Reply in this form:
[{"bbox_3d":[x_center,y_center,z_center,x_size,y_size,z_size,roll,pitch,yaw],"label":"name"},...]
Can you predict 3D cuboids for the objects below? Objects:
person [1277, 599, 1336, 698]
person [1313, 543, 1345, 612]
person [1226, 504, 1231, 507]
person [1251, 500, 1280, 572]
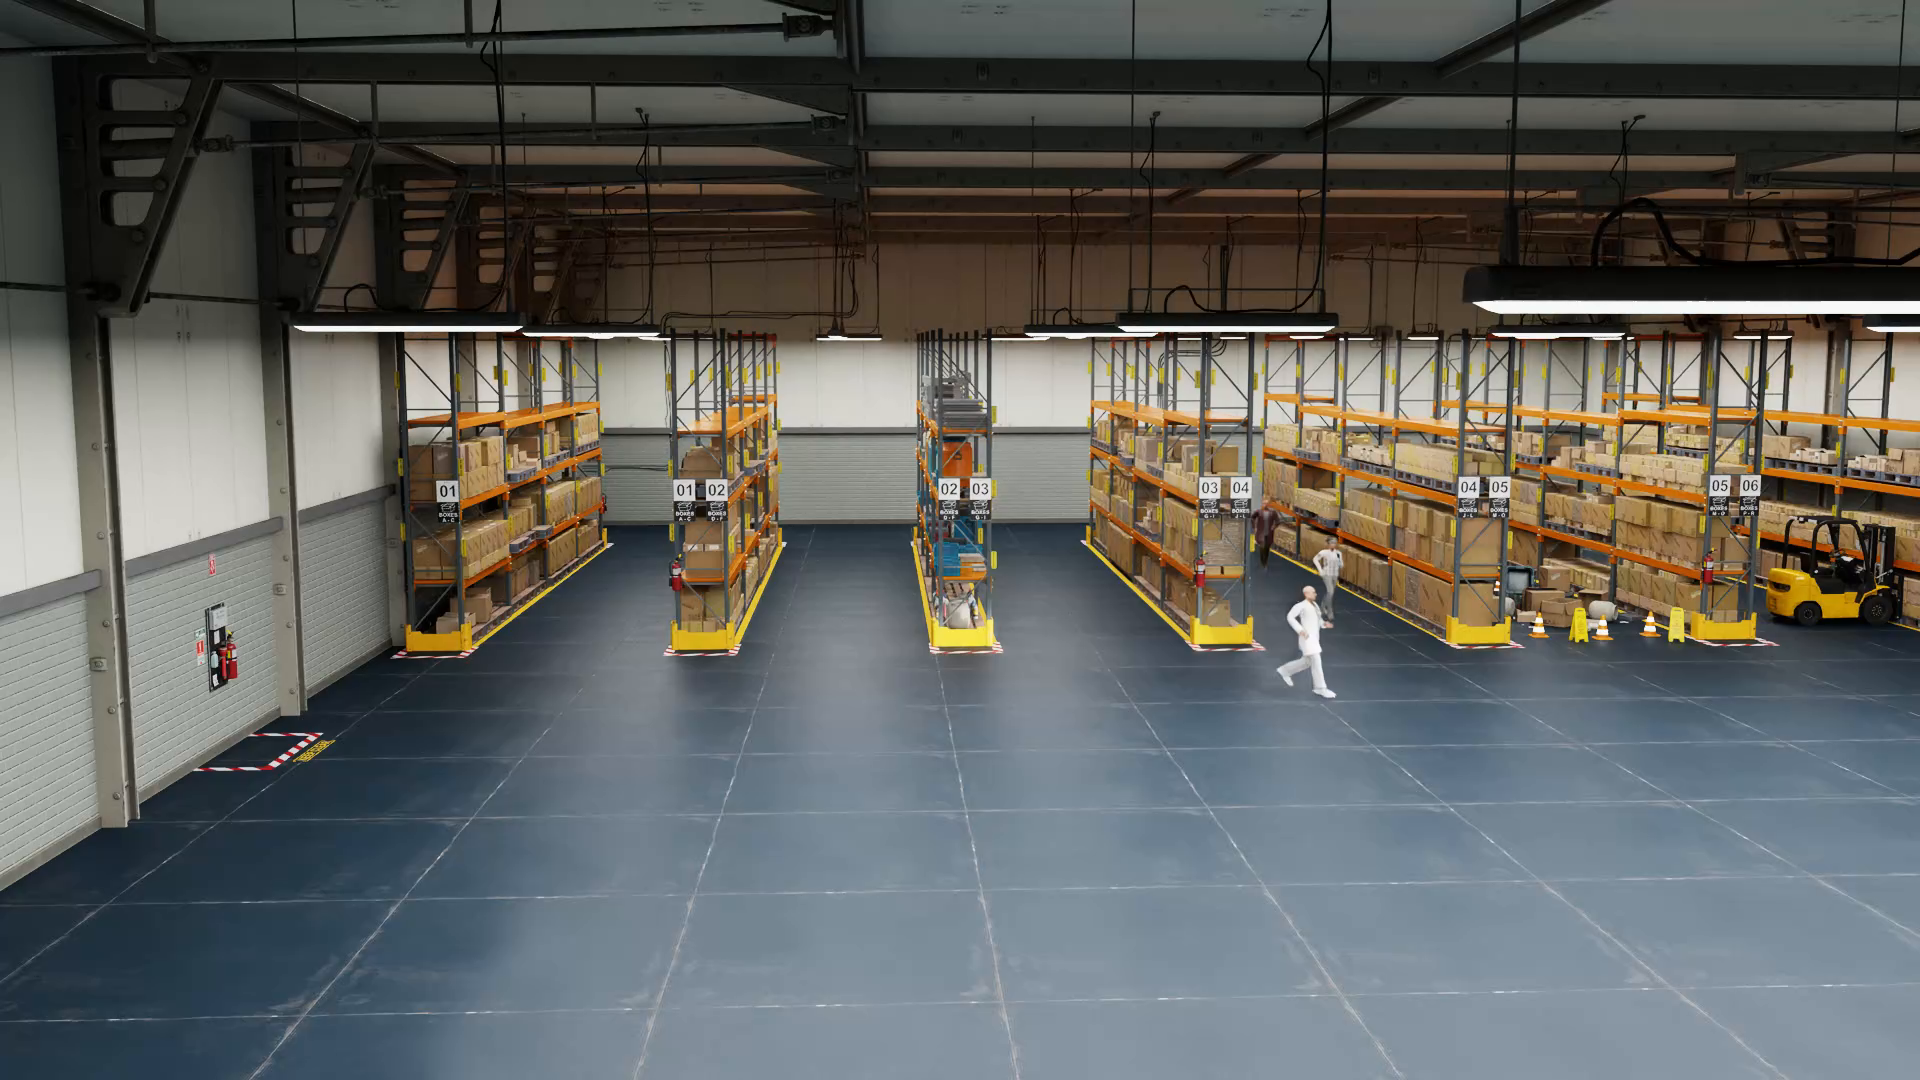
[{"bbox_3d":[5.675,1.743,27.224,1.034,1.581,0.710,4,8,31],"label":"person"},{"bbox_3d":[7.751,0.727,34.789,0.595,1.541,0.736,-2,7,-19],"label":"person"},{"bbox_3d":[7.465,-0.505,46.385,0.460,1.601,0.729,0,7,3],"label":"person"},{"bbox_3d":[7.763,-0.133,42.226,0.712,1.799,0.942,0,7,2],"label":"person"}]
